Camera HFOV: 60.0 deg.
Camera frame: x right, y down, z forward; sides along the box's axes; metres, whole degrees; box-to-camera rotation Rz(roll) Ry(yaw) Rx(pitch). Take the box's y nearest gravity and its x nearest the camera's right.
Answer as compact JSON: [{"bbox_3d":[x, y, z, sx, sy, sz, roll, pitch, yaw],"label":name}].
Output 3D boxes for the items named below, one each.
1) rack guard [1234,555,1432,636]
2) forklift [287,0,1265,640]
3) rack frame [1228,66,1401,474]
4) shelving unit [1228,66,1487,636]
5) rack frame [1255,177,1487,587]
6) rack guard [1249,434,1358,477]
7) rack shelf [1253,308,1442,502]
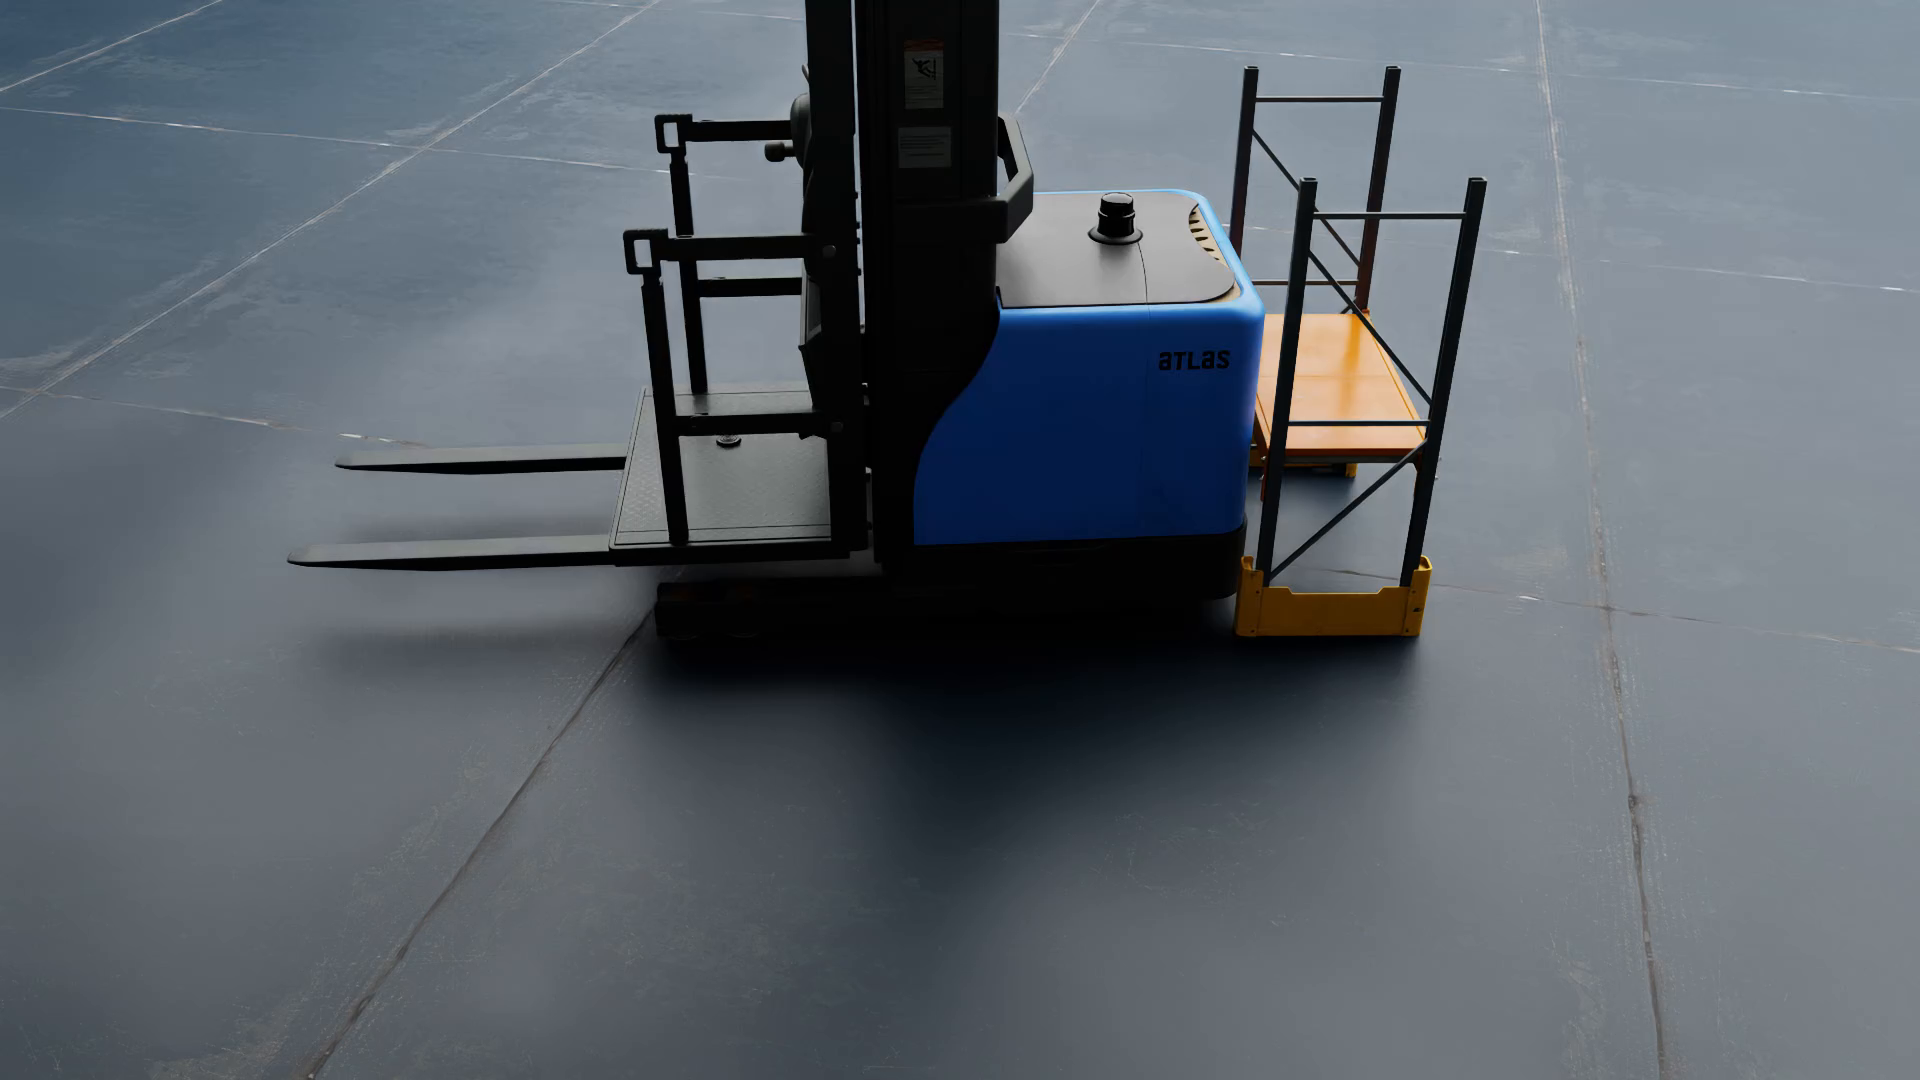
[{"bbox_3d":[1.170,0.176,5.240,0.587,0.250,0.087,0,32,0],"label":"rack guard"},{"bbox_3d":[-0.629,-1.214,4.928,3.031,2.935,1.130,-2,33,-3],"label":"forklift"},{"bbox_3d":[1.166,-0.886,5.746,0.500,1.500,0.032,0,32,0],"label":"rack frame"},{"bbox_3d":[1.168,-0.618,5.325,0.587,1.500,1.083,0,32,0],"label":"shelving unit"},{"bbox_3d":[1.170,-0.341,4.888,0.500,1.500,0.032,0,32,0],"label":"rack frame"},{"bbox_3d":[1.166,-0.358,6.080,0.587,0.250,0.087,0,32,0],"label":"rack guard"},{"bbox_3d":[1.168,-0.462,5.413,0.538,0.185,1.000,0,32,0],"label":"rack shelf"}]
